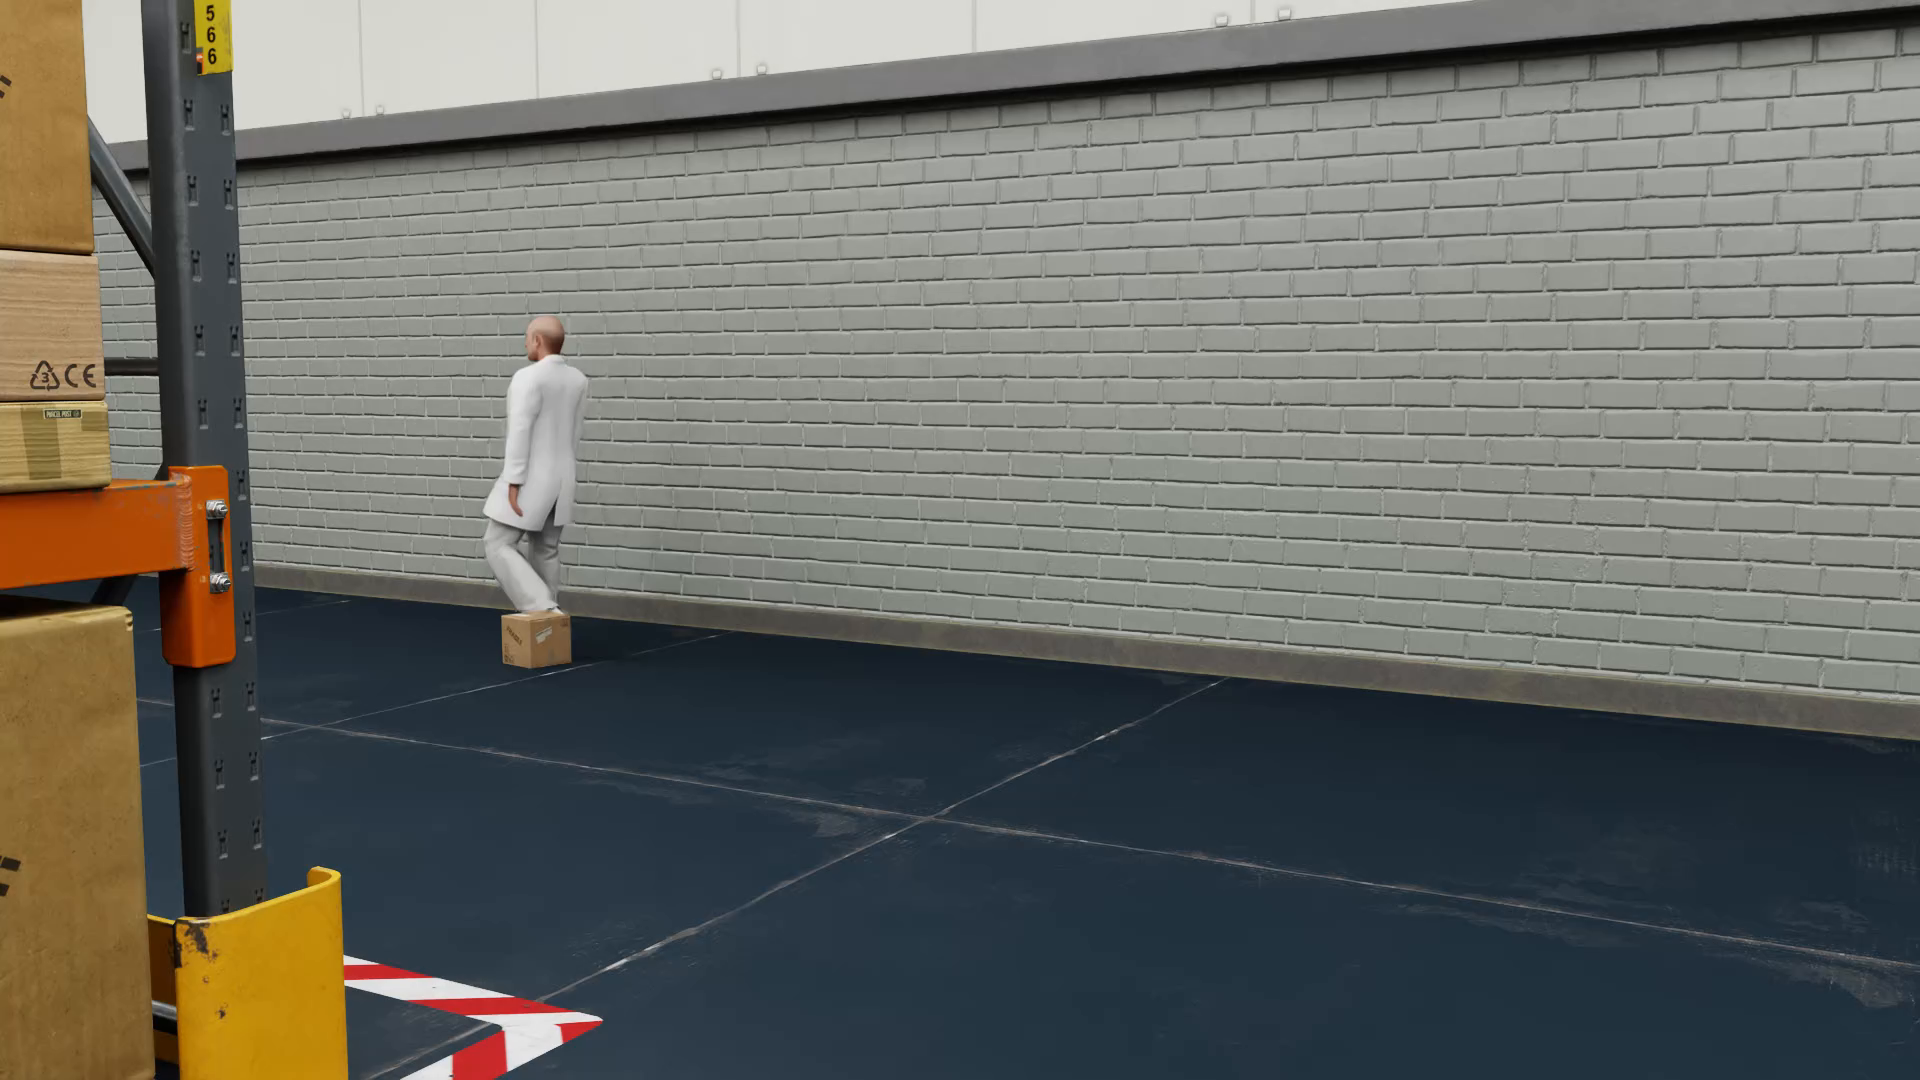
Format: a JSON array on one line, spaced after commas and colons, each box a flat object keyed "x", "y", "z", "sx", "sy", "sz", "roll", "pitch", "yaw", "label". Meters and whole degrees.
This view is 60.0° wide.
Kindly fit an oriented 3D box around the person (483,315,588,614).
[{"x": -2.298, "y": -0.306, "z": 8.922, "sx": 0.625, "sy": 1.781, "sz": 0.601, "roll": 3, "pitch": 7, "yaw": 28, "label": "person"}]
